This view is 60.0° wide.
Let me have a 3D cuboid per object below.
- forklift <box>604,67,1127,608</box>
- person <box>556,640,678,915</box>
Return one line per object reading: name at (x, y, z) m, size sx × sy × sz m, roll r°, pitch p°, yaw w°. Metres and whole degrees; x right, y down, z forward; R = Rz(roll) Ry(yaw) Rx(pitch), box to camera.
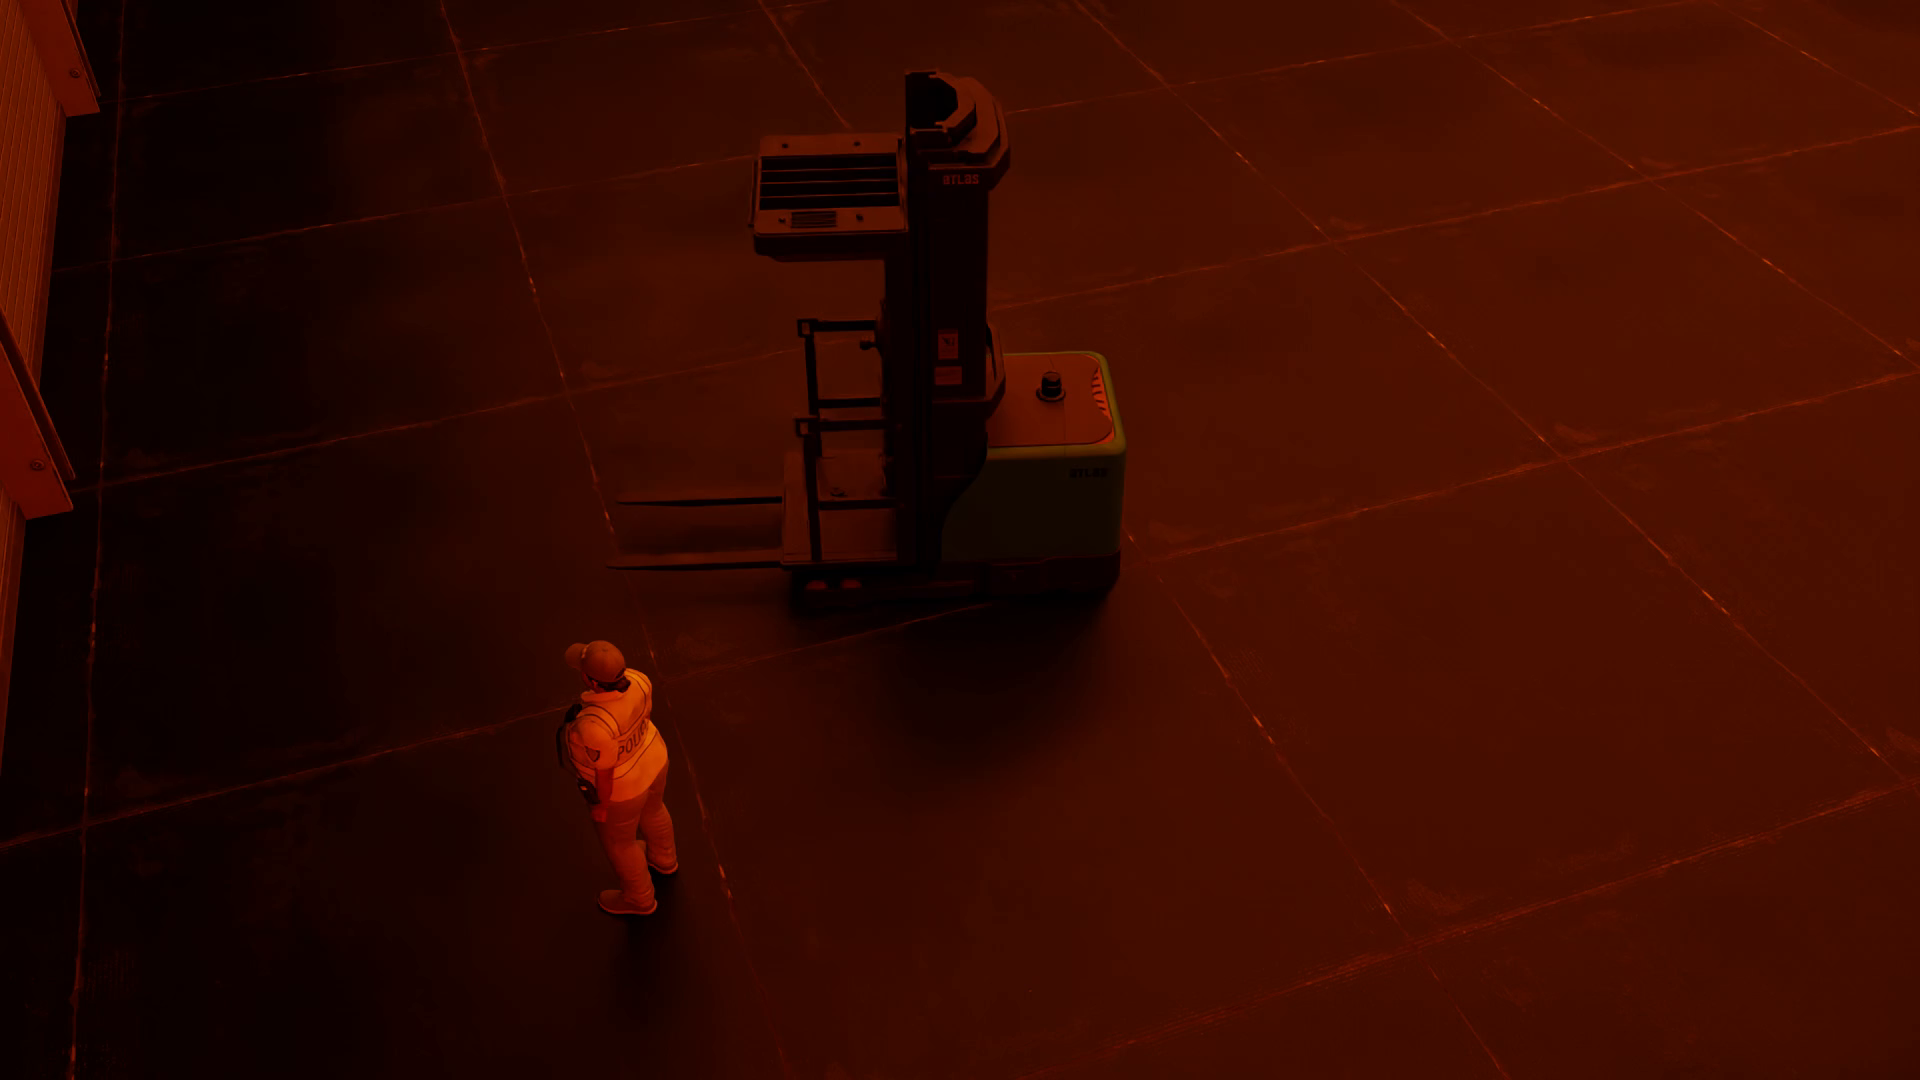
forklift at (-0.594, -1.072, 9.273) m, size 3.031 × 2.935 × 1.130 m, roll -2°, pitch 40°, yaw -3°
person at (-1.565, 1.081, 7.700) m, size 0.394 × 1.668 × 0.484 m, roll 14°, pitch 42°, yaw 16°
